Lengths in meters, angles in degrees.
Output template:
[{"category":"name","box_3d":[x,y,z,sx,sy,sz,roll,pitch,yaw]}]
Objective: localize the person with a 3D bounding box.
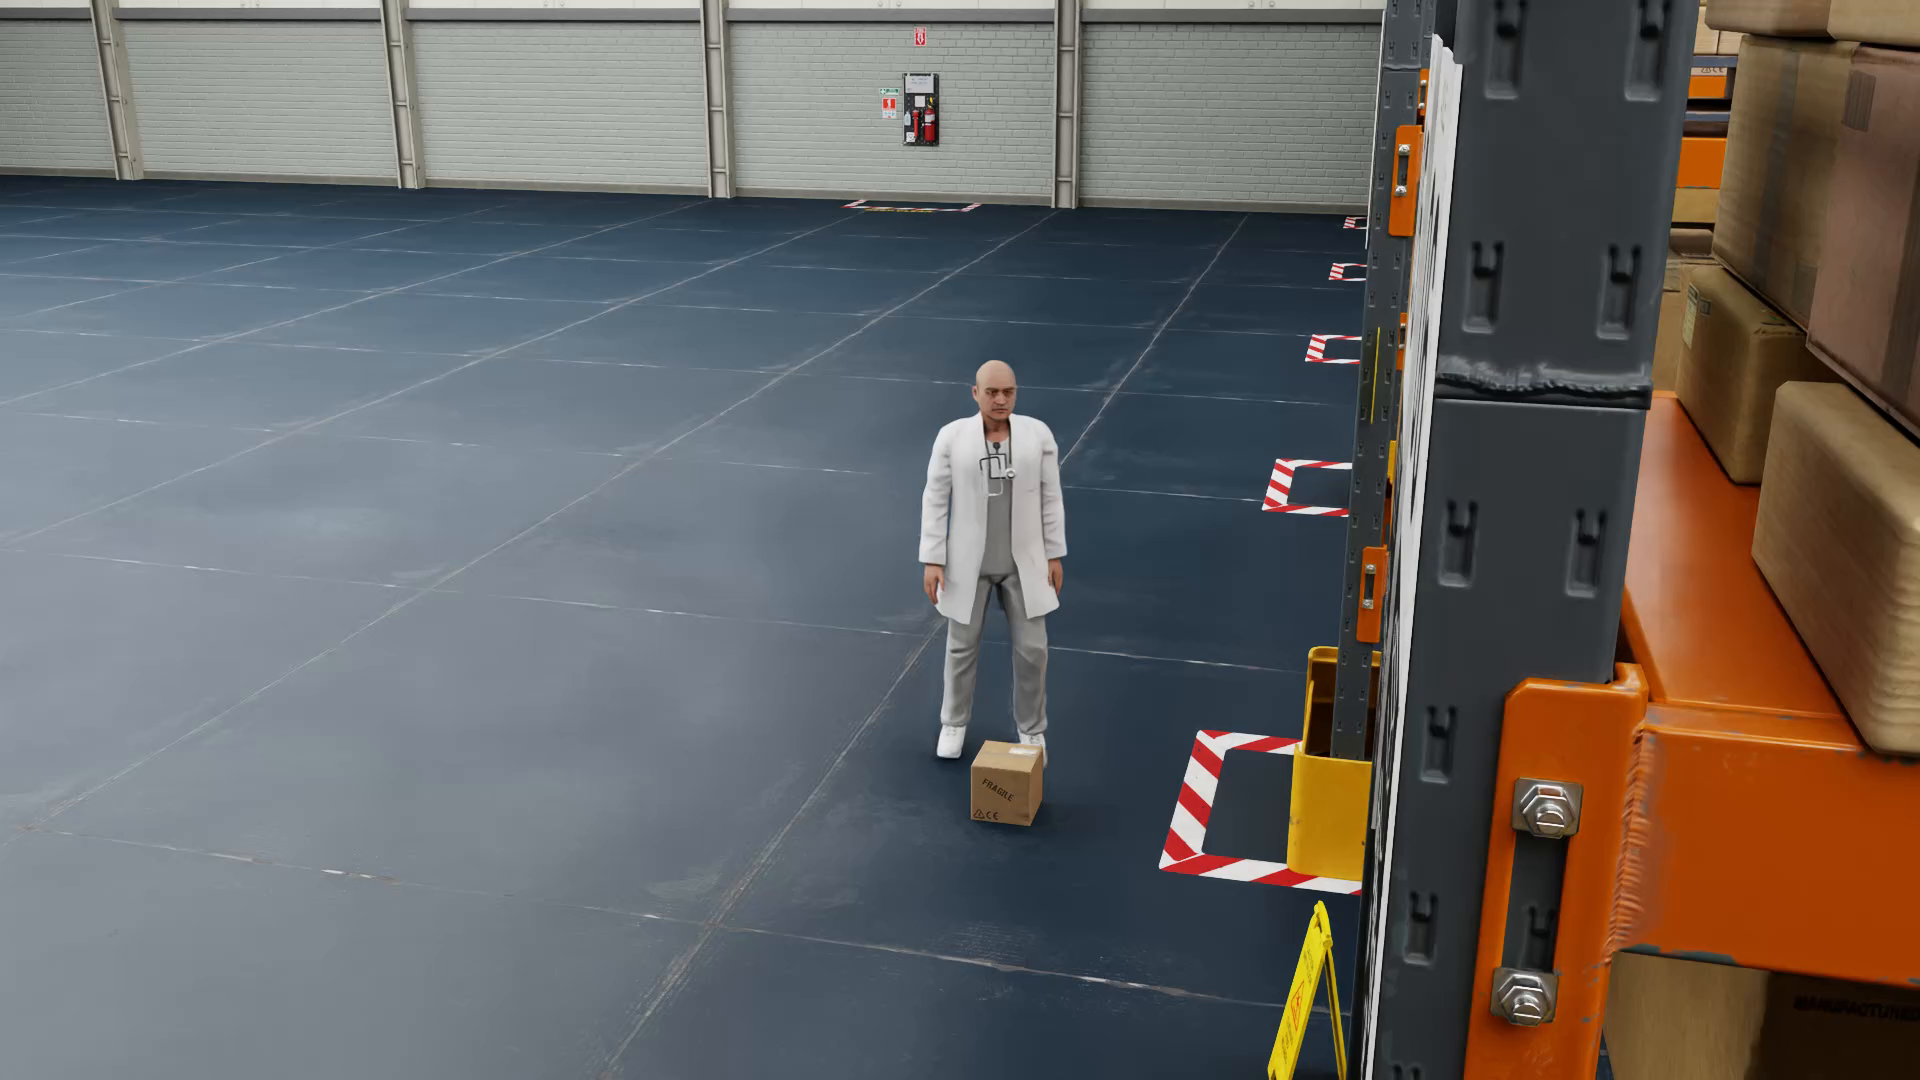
[{"category":"person","box_3d":[0.143,0.100,7.232,0.647,1.795,0.455,-1,18,-3]}]
